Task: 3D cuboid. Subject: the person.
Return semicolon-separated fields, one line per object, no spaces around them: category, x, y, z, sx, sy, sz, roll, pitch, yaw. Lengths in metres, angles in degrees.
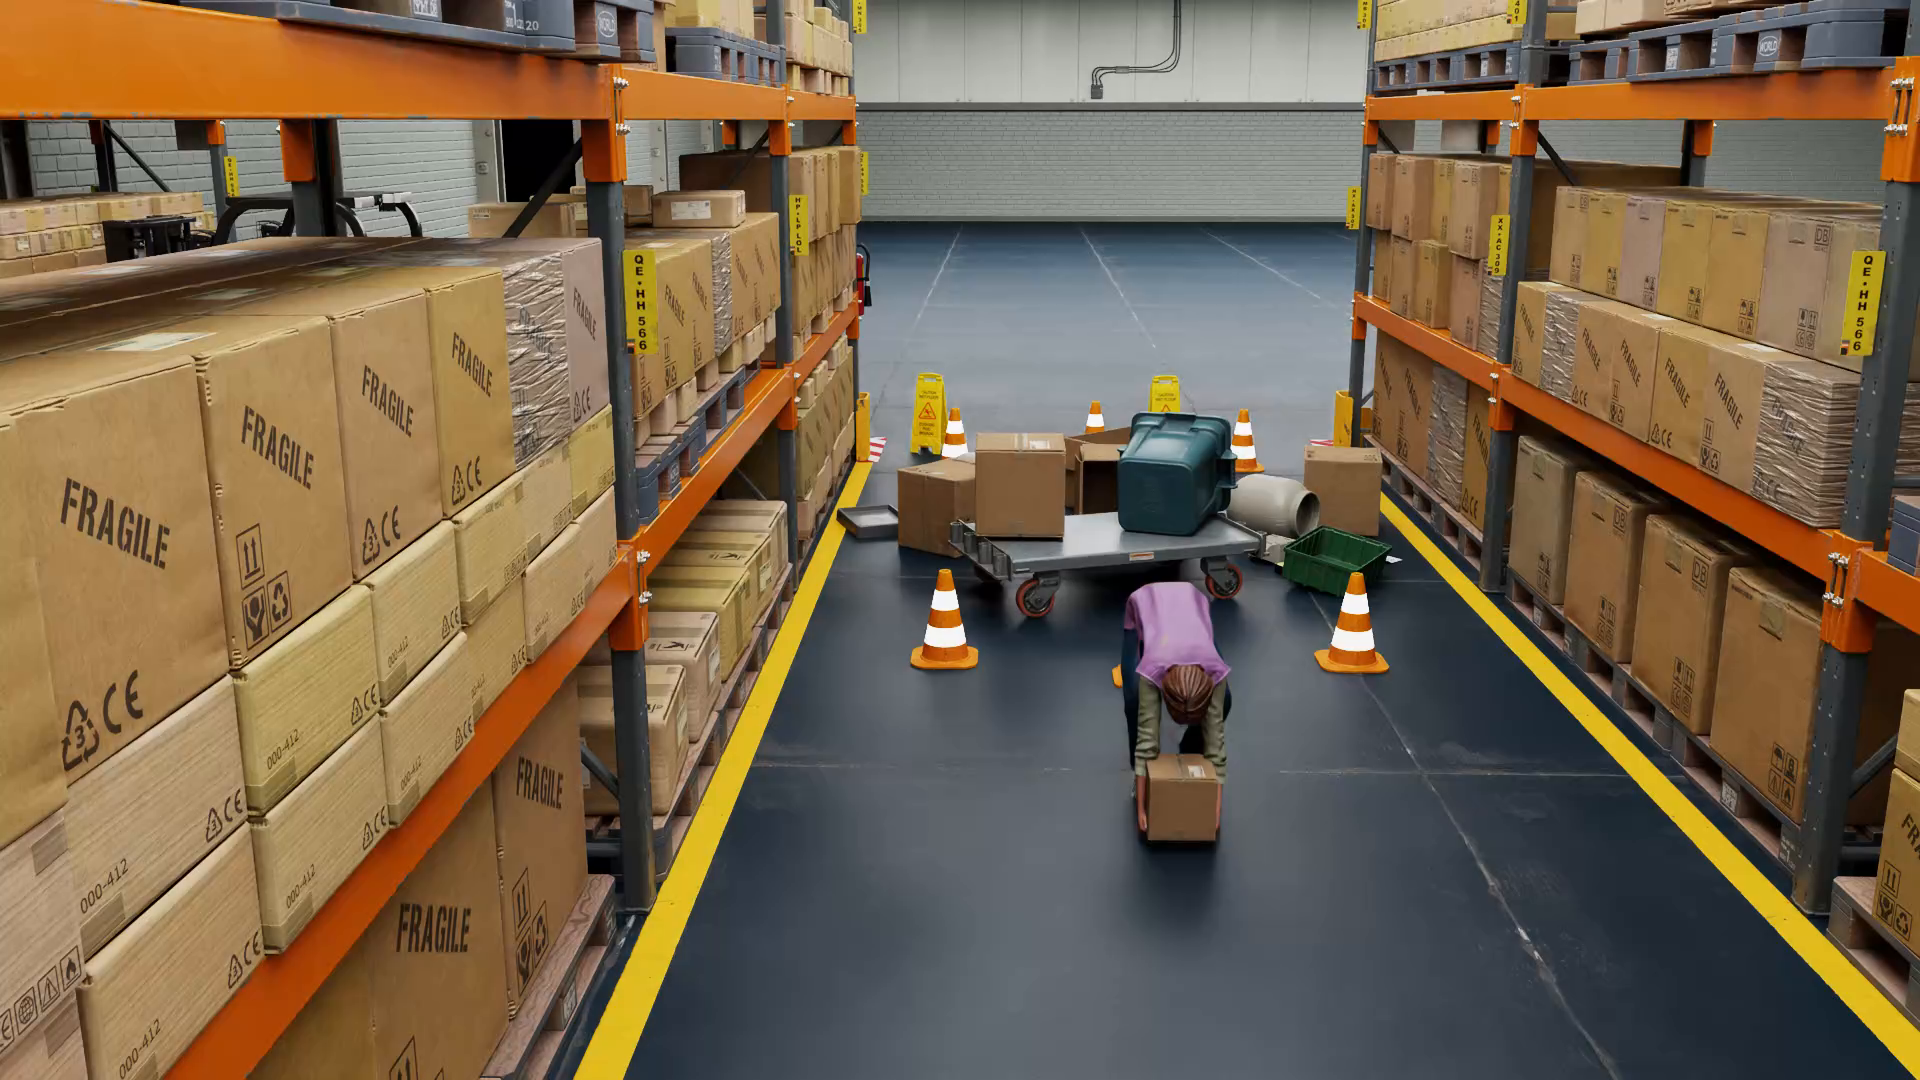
person;0.850;0.637;6.503;0.423;0.860;0.853;0;14;-1
